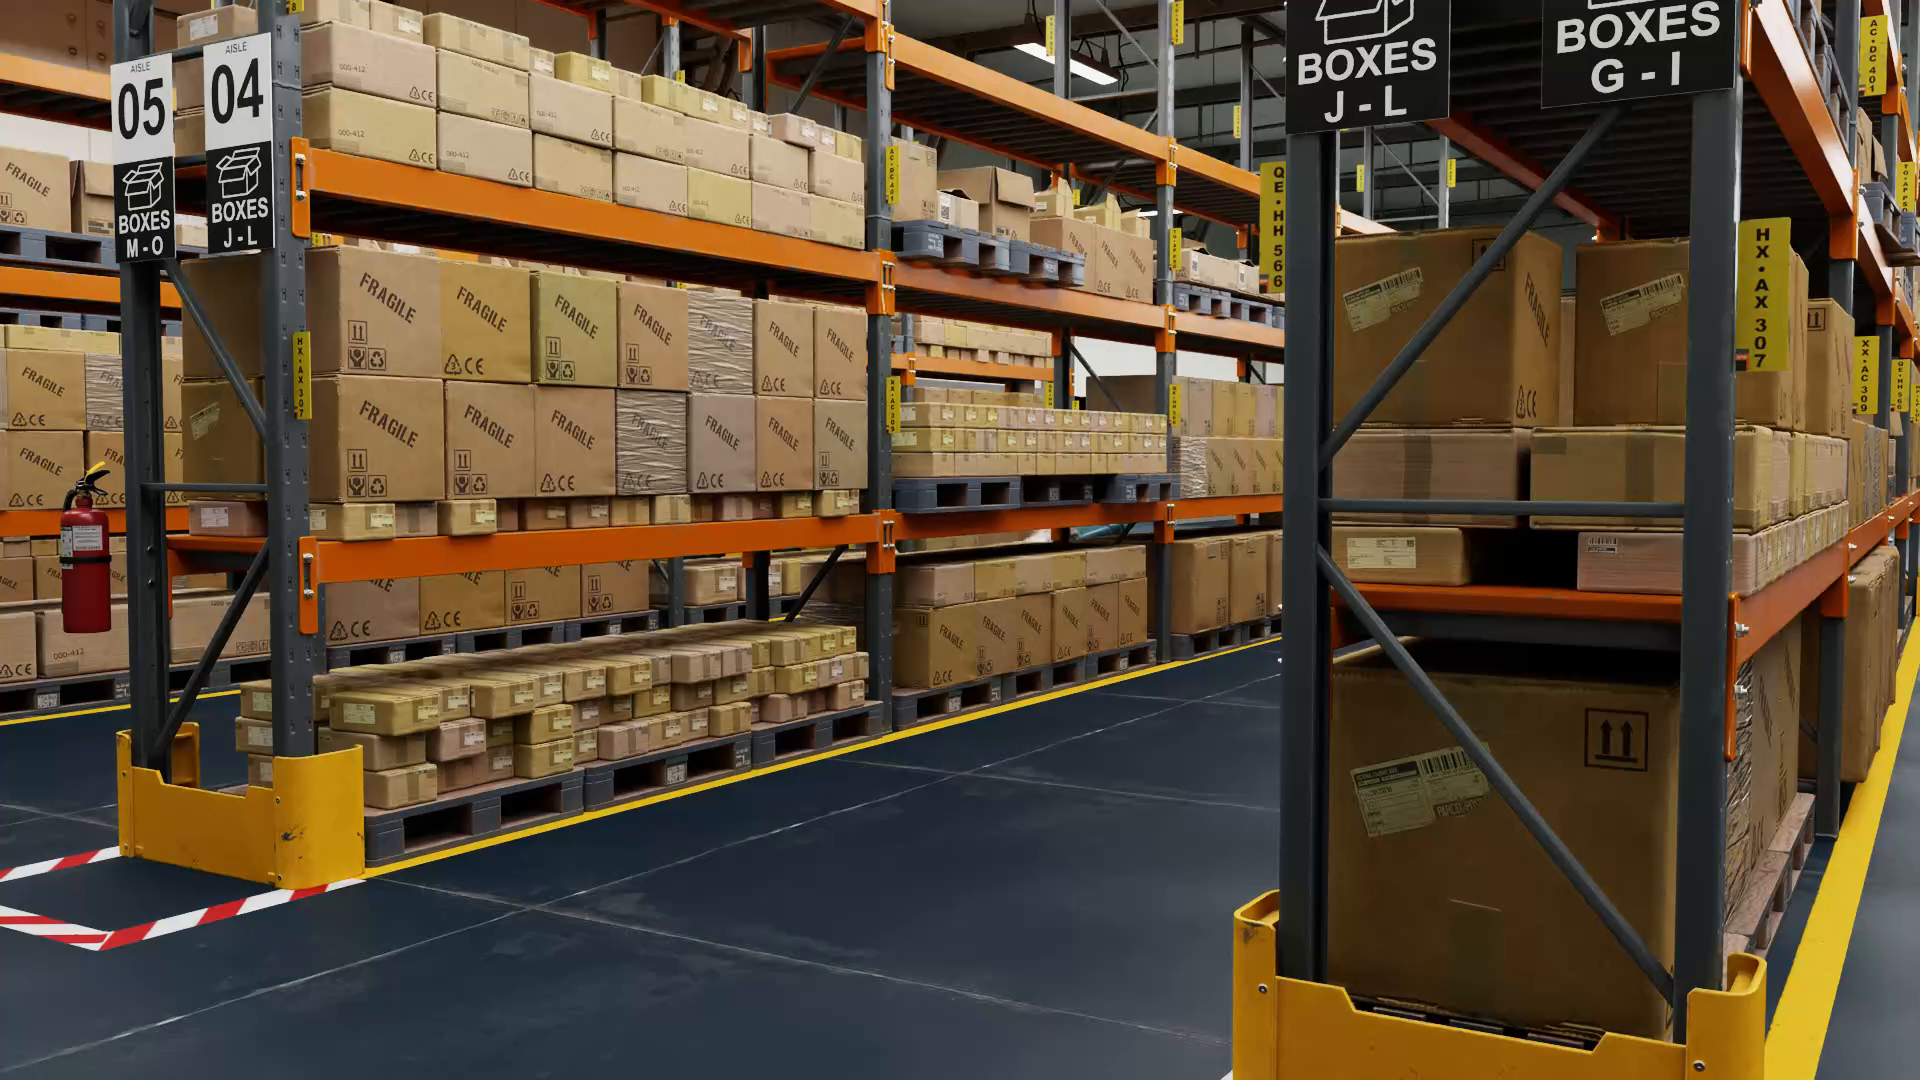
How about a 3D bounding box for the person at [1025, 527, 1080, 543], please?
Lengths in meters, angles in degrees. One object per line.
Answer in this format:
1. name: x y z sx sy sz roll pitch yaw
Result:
1. person: 0.759 0.327 16.284 0.902 1.021 0.535 2 3 30
